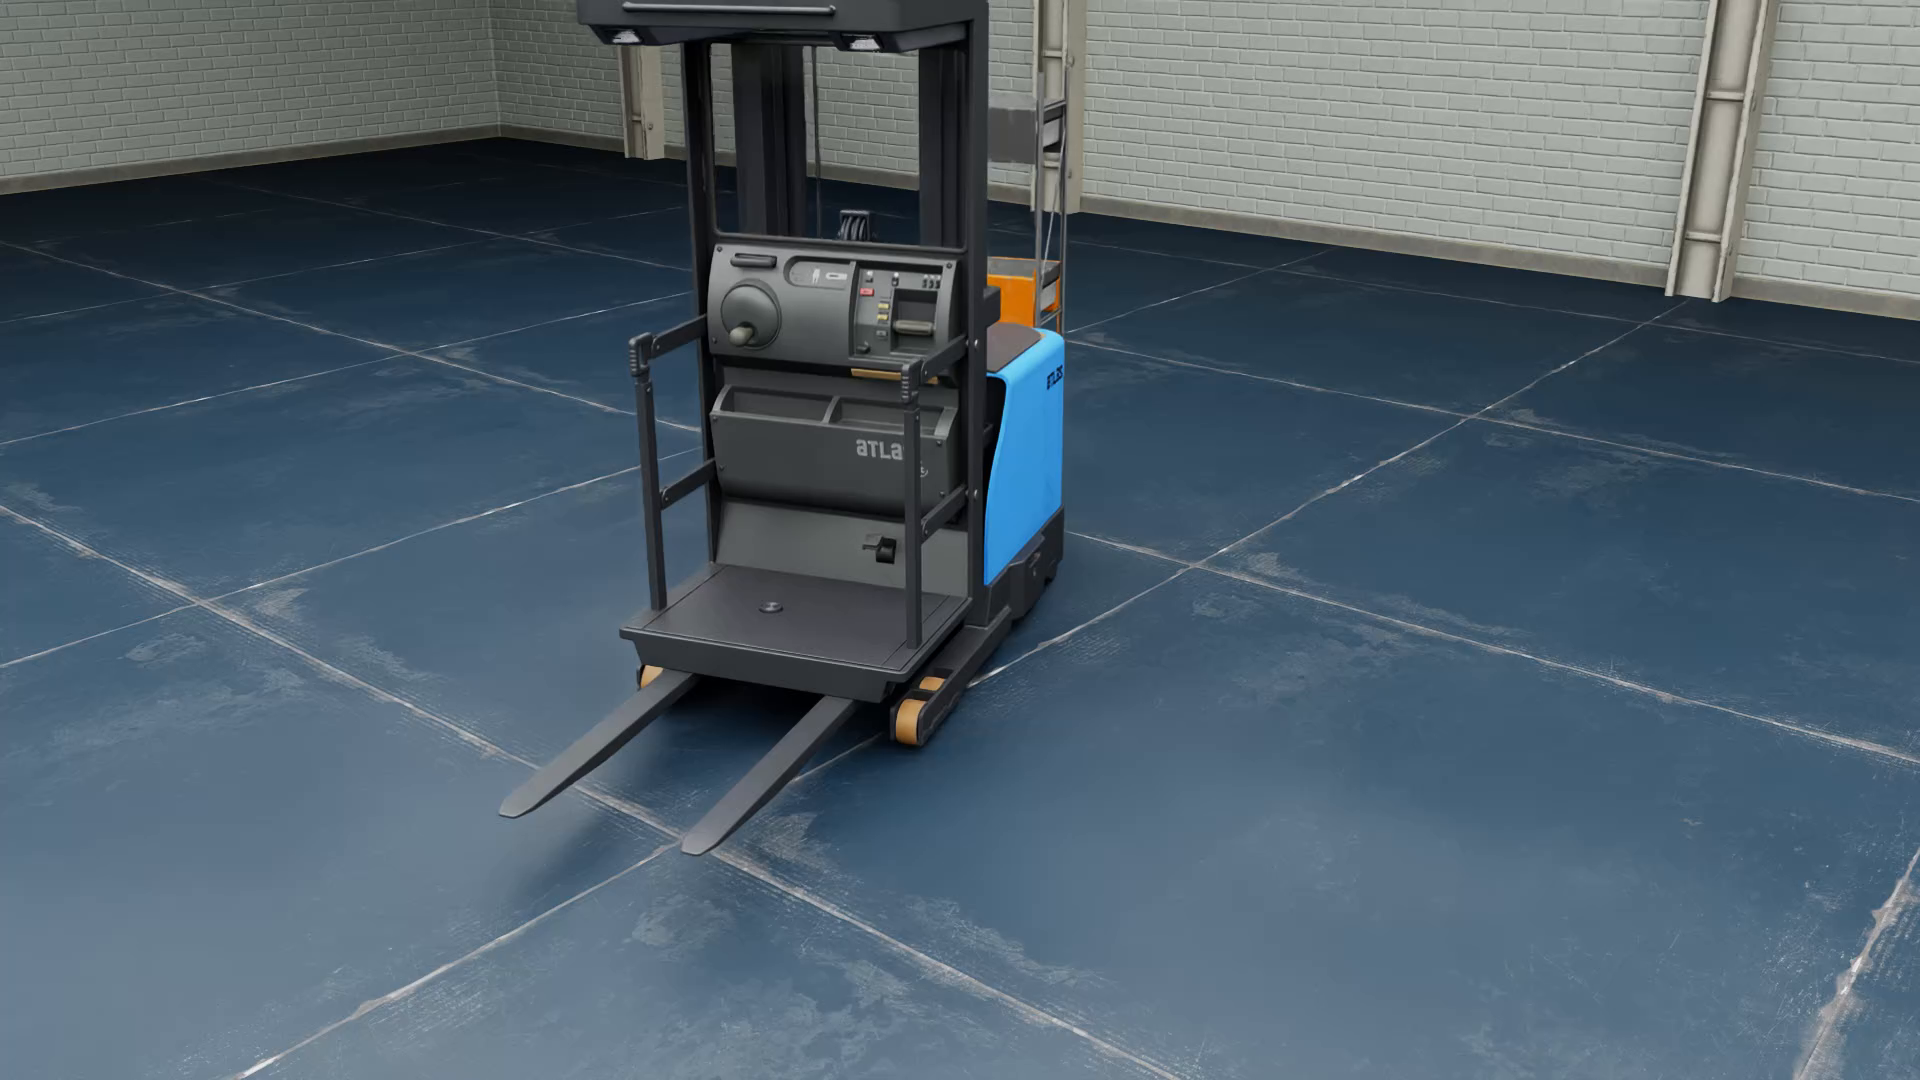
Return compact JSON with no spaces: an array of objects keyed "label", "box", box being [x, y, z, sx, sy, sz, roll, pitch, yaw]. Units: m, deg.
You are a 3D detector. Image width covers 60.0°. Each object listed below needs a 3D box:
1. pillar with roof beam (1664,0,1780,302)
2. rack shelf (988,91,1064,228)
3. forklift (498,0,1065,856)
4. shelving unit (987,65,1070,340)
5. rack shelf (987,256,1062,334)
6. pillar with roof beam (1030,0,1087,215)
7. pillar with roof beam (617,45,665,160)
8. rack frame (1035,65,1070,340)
[{"label":"pillar with roof beam","box":[2.856,-4.883,7.864,0.400,9.000,9.100,16,26,36]},{"label":"rack shelf","box":[0.163,-1.643,7.105,0.480,0.518,0.431,7,22,19]},{"label":"forklift","box":[-0.531,-0.818,5.684,1.130,2.935,3.031,7,22,19]},{"label":"shelving unit","box":[0.163,-1.001,7.347,0.503,2.100,0.431,7,22,19]},{"label":"rack shelf","box":[0.163,-0.988,7.352,0.480,0.518,0.431,7,22,19]},{"label":"pillar with roof beam","box":[-1.792,-6.222,11.414,0.400,9.000,9.100,16,26,36]},{"label":"pillar with roof beam","box":[-6.441,-7.560,14.963,0.400,9.000,9.100,16,26,36]},{"label":"rack frame","box":[0.392,-0.972,7.269,0.015,2.100,0.400,7,22,19]}]
